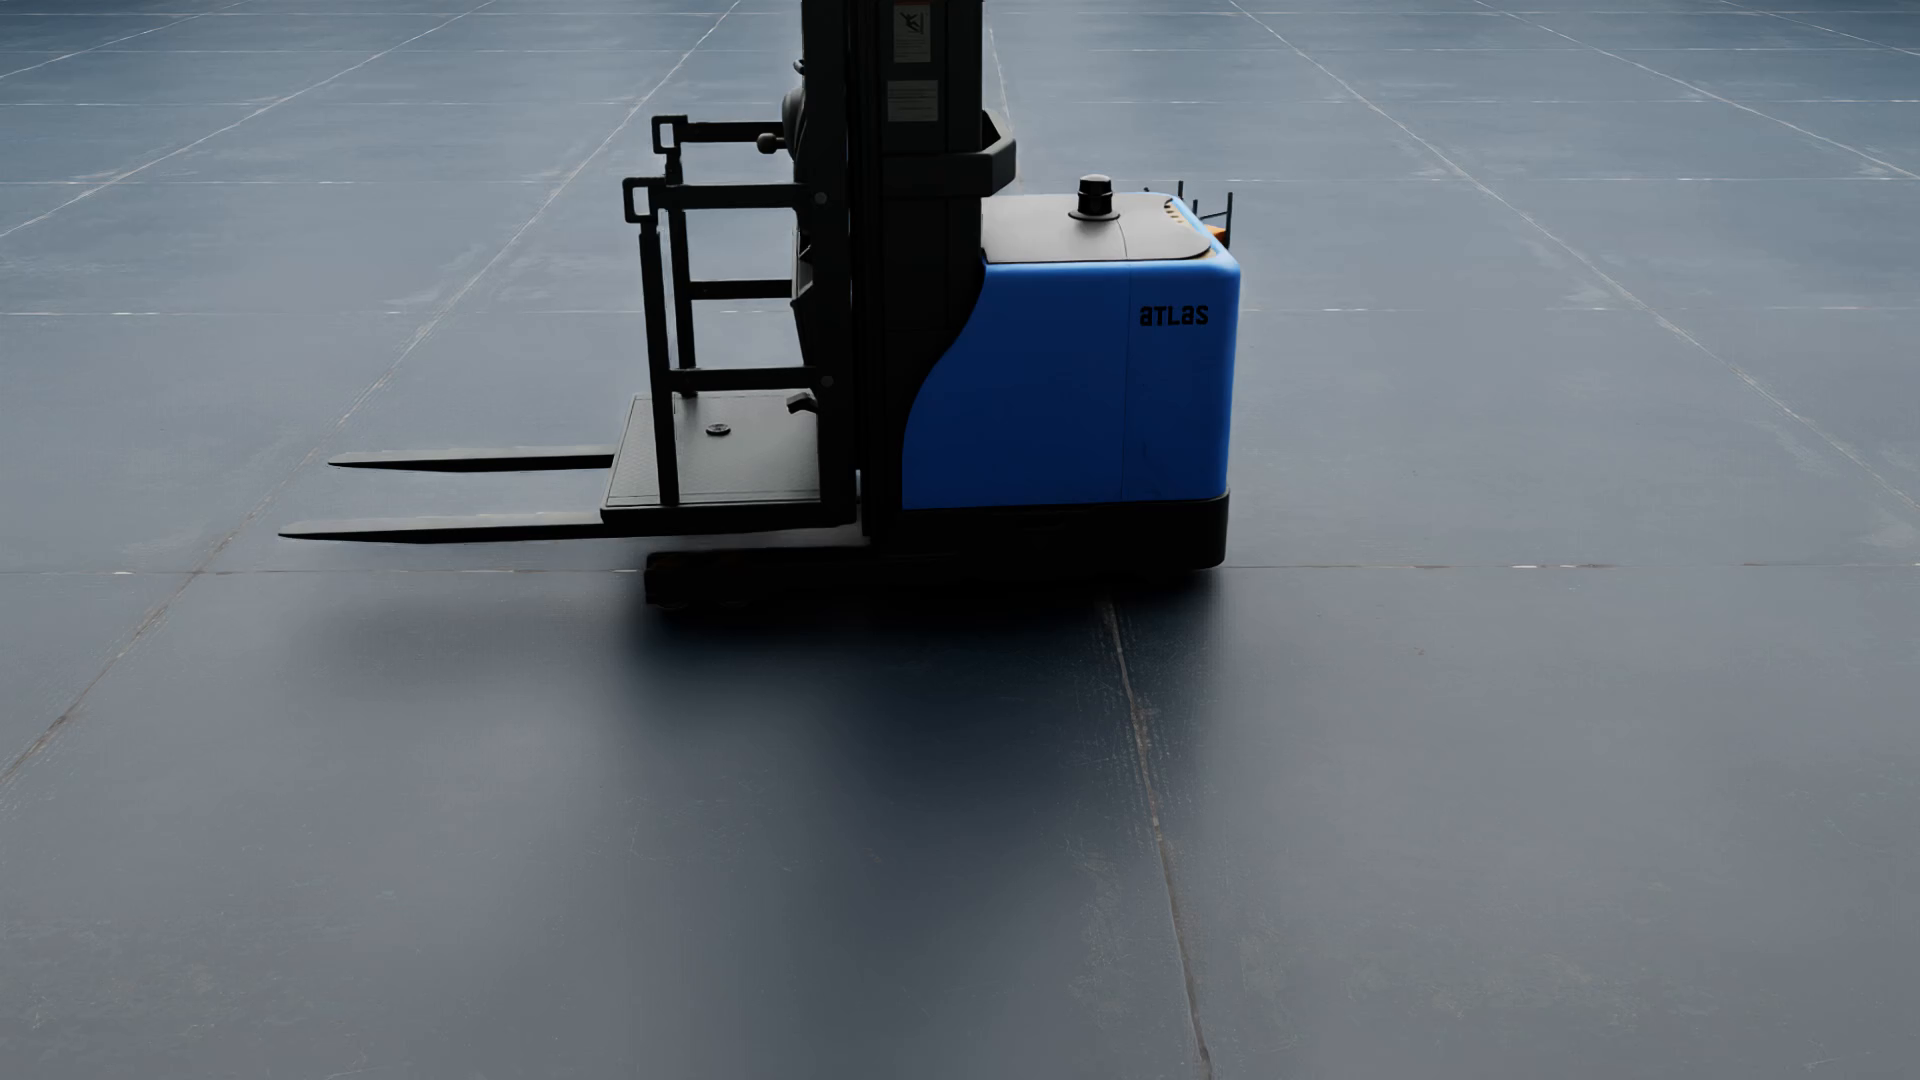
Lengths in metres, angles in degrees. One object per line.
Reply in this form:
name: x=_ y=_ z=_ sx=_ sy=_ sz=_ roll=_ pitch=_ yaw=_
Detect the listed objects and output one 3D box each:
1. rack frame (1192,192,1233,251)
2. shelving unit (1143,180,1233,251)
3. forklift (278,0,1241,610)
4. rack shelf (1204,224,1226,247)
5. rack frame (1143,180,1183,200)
rack frame: x=0.899 y=-0.744 z=6.122 sx=0.200 sy=1.050 sz=0.008 roll=-19 pitch=30 yaw=-36
shelving unit: x=0.821 y=-0.783 z=6.207 sx=0.215 sy=1.050 sz=0.252 roll=-19 pitch=30 yaw=-36
forklift: x=-0.675 y=-1.340 z=5.157 sx=3.031 sy=2.935 sz=1.130 roll=-2 pitch=24 yaw=-4
rack shelf: x=0.821 y=-1.032 z=6.095 sx=0.215 sy=0.259 sz=0.240 roll=-19 pitch=30 yaw=-36
rack frame: x=0.743 y=-0.822 z=6.293 sx=0.200 sy=1.050 sz=0.008 roll=-19 pitch=30 yaw=-36
